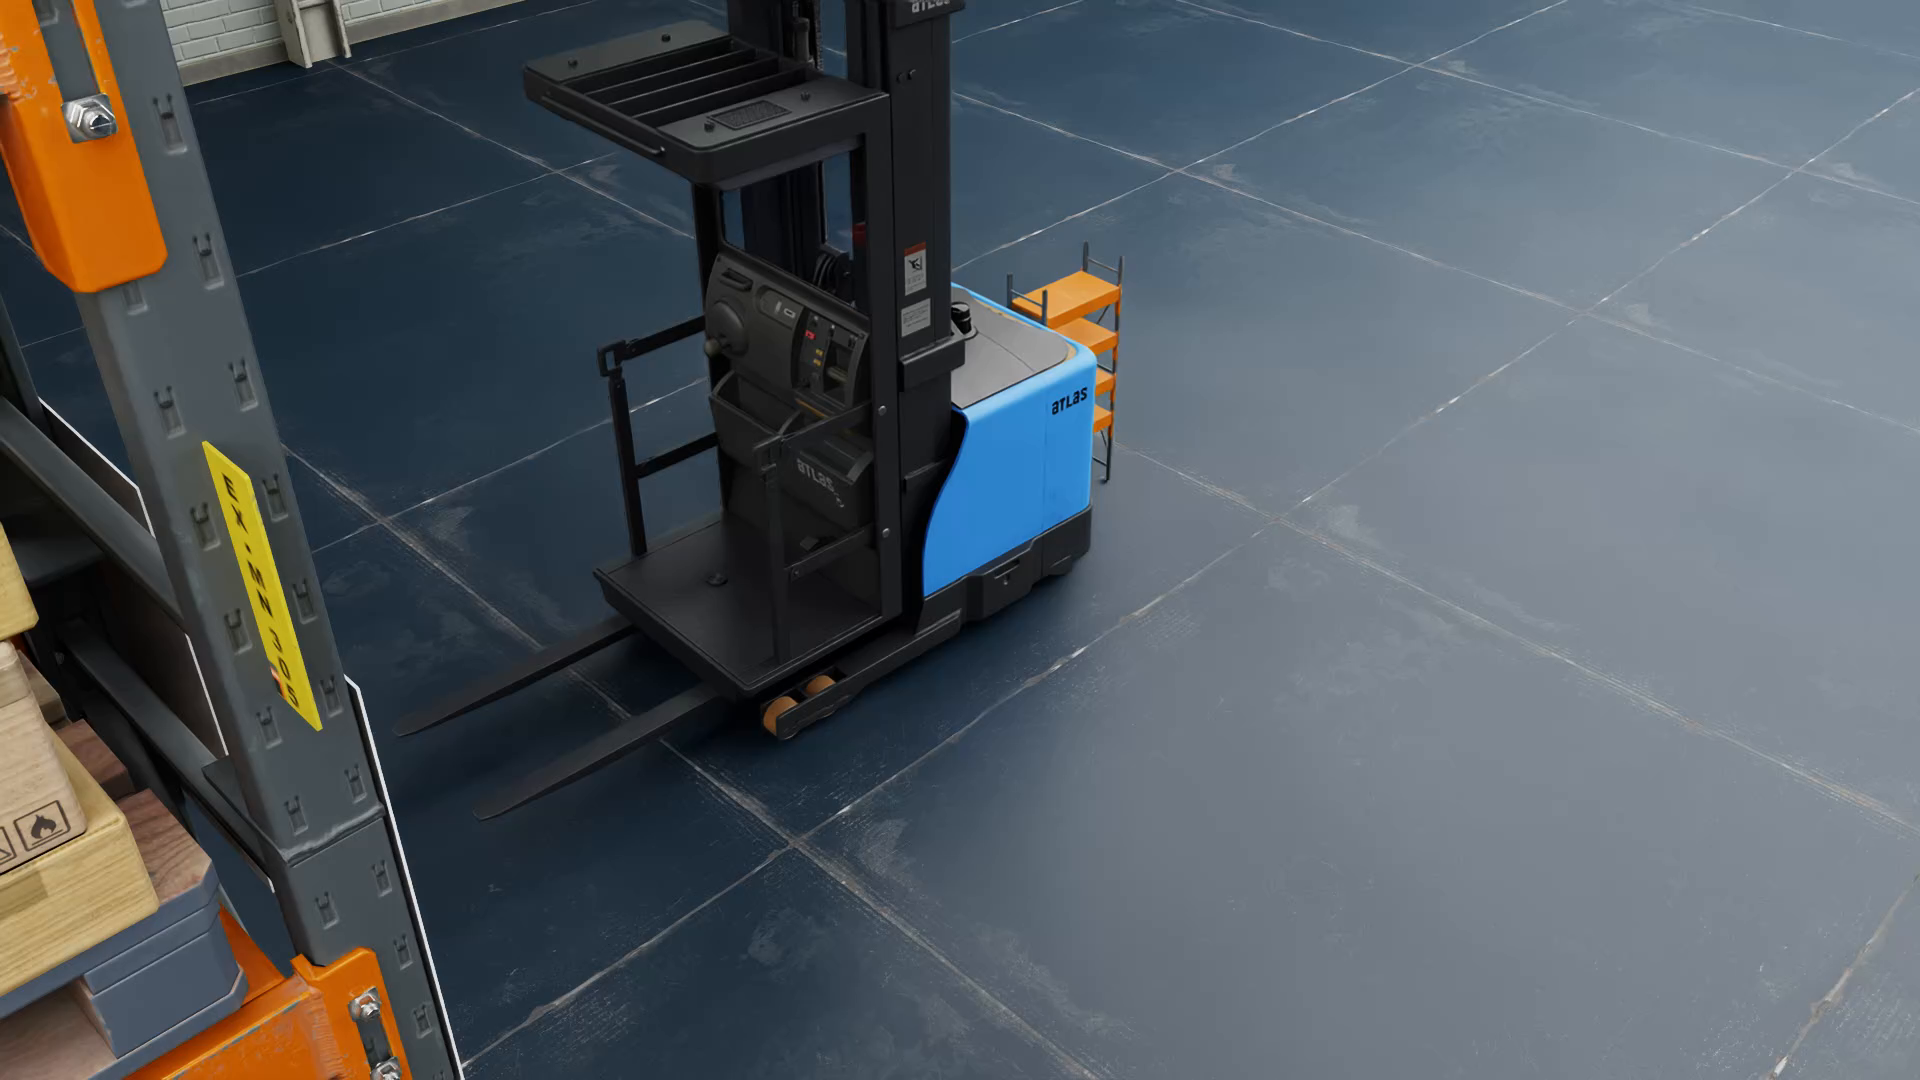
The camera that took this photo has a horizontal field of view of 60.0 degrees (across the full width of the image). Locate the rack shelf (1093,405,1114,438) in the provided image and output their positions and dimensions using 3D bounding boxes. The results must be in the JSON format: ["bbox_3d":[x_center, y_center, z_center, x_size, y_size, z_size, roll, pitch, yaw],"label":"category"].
[{"bbox_3d":[0.474,-0.514,7.903,0.480,0.148,0.258,-28,44,-34],"label":"rack shelf"}]

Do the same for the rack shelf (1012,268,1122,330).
[{"bbox_3d":[0.474,-1.054,7.526,0.480,0.148,0.258,-28,44,-34],"label":"rack shelf"}]

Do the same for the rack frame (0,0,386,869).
[{"bbox_3d":[-1.098,-1.071,1.419,1.000,3.000,0.127,30,45,35],"label":"rack frame"}]

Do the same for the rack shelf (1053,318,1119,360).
[{"bbox_3d":[0.474,-0.860,7.661,0.480,0.148,0.258,-28,44,-34],"label":"rack shelf"}]

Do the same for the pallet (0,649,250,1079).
[{"bbox_3d":[-1.613,0.501,1.865,1.003,0.211,1.213,30,45,35],"label":"pallet"}]

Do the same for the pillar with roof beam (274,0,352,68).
[{"bbox_3d":[-2.055,-5.805,8.208,9.100,9.000,0.400,30,45,35],"label":"pillar with roof beam"}]

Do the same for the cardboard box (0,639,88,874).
[{"bbox_3d":[-1.245,0.197,1.640,0.500,0.250,0.500,-29,44,-35],"label":"cardboard box"}]

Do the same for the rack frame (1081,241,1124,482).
[{"bbox_3d":[0.653,-0.827,7.887,0.015,1.200,0.240,-28,44,-34],"label":"rack frame"}]

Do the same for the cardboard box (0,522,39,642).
[{"bbox_3d":[-1.095,-0.005,1.580,0.250,0.149,0.380,-29,44,-35],"label":"cardboard box"}]

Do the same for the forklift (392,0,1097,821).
[{"bbox_3d":[-0.828,-0.748,6.260,3.031,2.935,1.130,-28,44,-34],"label":"forklift"}]

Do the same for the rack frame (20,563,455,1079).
[{"bbox_3d":[-1.098,1.389,3.136,1.000,3.000,0.127,30,45,35],"label":"rack frame"}]

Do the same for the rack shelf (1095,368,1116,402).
[{"bbox_3d":[0.474,-0.677,7.789,0.480,0.148,0.258,-28,44,-34],"label":"rack shelf"}]

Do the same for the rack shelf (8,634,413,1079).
[{"bbox_3d":[-2.507,1.266,1.319,1.077,0.370,4.000,30,45,35],"label":"rack shelf"}]

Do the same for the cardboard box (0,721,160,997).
[{"bbox_3d":[-1.092,0.320,1.811,0.380,0.149,0.250,29,44,35],"label":"cardboard box"}]

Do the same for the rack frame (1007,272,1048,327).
[{"bbox_3d":[0.295,-0.637,7.615,0.015,1.200,0.240,-28,44,-34],"label":"rack frame"}]

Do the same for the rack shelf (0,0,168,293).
[{"bbox_3d":[-2.507,0.200,0.575,1.077,0.370,4.000,30,45,35],"label":"rack shelf"}]

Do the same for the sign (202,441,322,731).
[{"bbox_3d":[-0.723,0.053,1.725,0.100,0.325,0.005,30,45,35],"label":"sign"}]

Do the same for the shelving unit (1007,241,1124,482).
[{"bbox_3d":[0.474,-0.732,7.751,0.503,1.200,0.258,-28,44,-34],"label":"shelving unit"}]

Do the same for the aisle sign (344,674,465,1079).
[{"bbox_3d":[-0.835,0.415,2.260,0.394,0.787,0.004,30,45,35],"label":"aisle sign"}]

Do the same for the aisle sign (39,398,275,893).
[{"bbox_3d":[-1.261,0.173,2.607,0.394,0.787,0.004,30,45,35],"label":"aisle sign"}]
